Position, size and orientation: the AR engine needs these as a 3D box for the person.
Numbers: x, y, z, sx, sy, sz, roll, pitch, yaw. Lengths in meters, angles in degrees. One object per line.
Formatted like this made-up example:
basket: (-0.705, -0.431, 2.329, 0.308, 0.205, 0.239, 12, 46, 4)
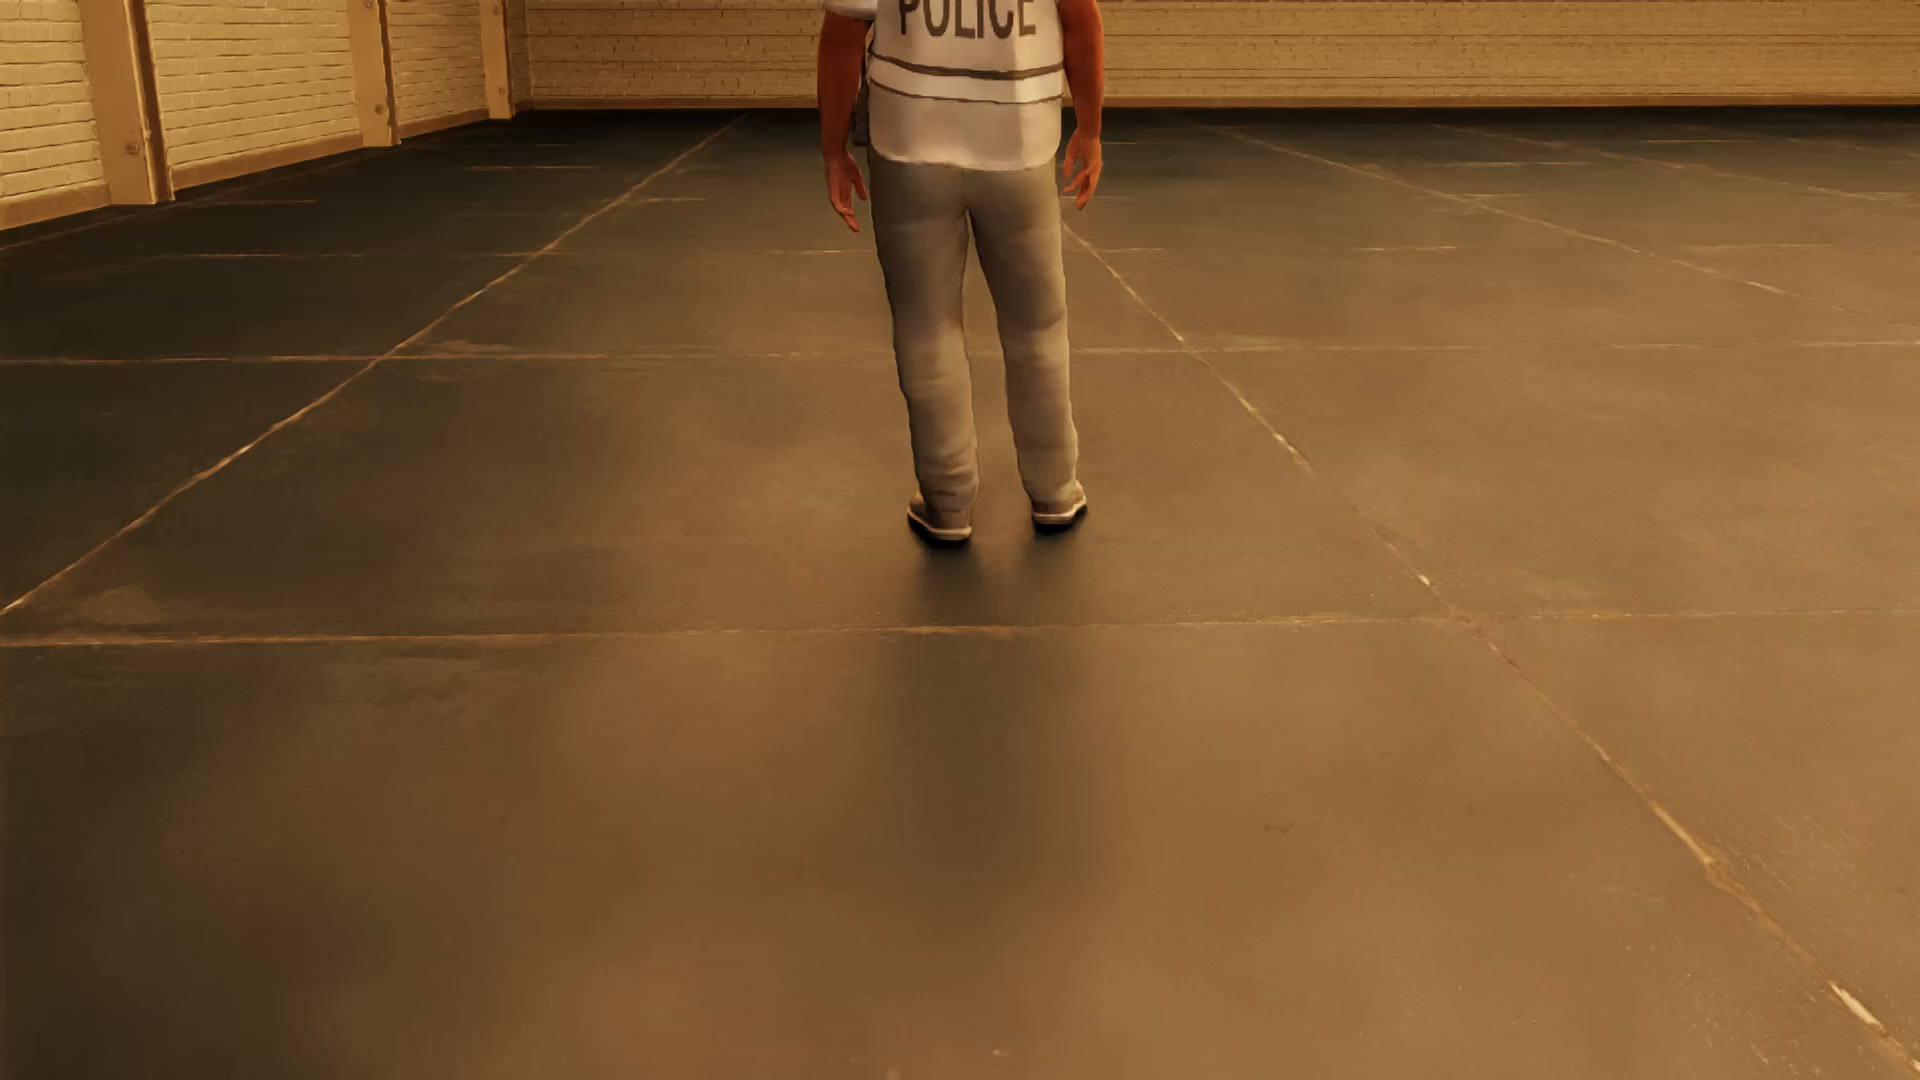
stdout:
person: (0.008, -0.883, 3.730, 0.640, 1.781, 0.574, -1, 17, -3)
